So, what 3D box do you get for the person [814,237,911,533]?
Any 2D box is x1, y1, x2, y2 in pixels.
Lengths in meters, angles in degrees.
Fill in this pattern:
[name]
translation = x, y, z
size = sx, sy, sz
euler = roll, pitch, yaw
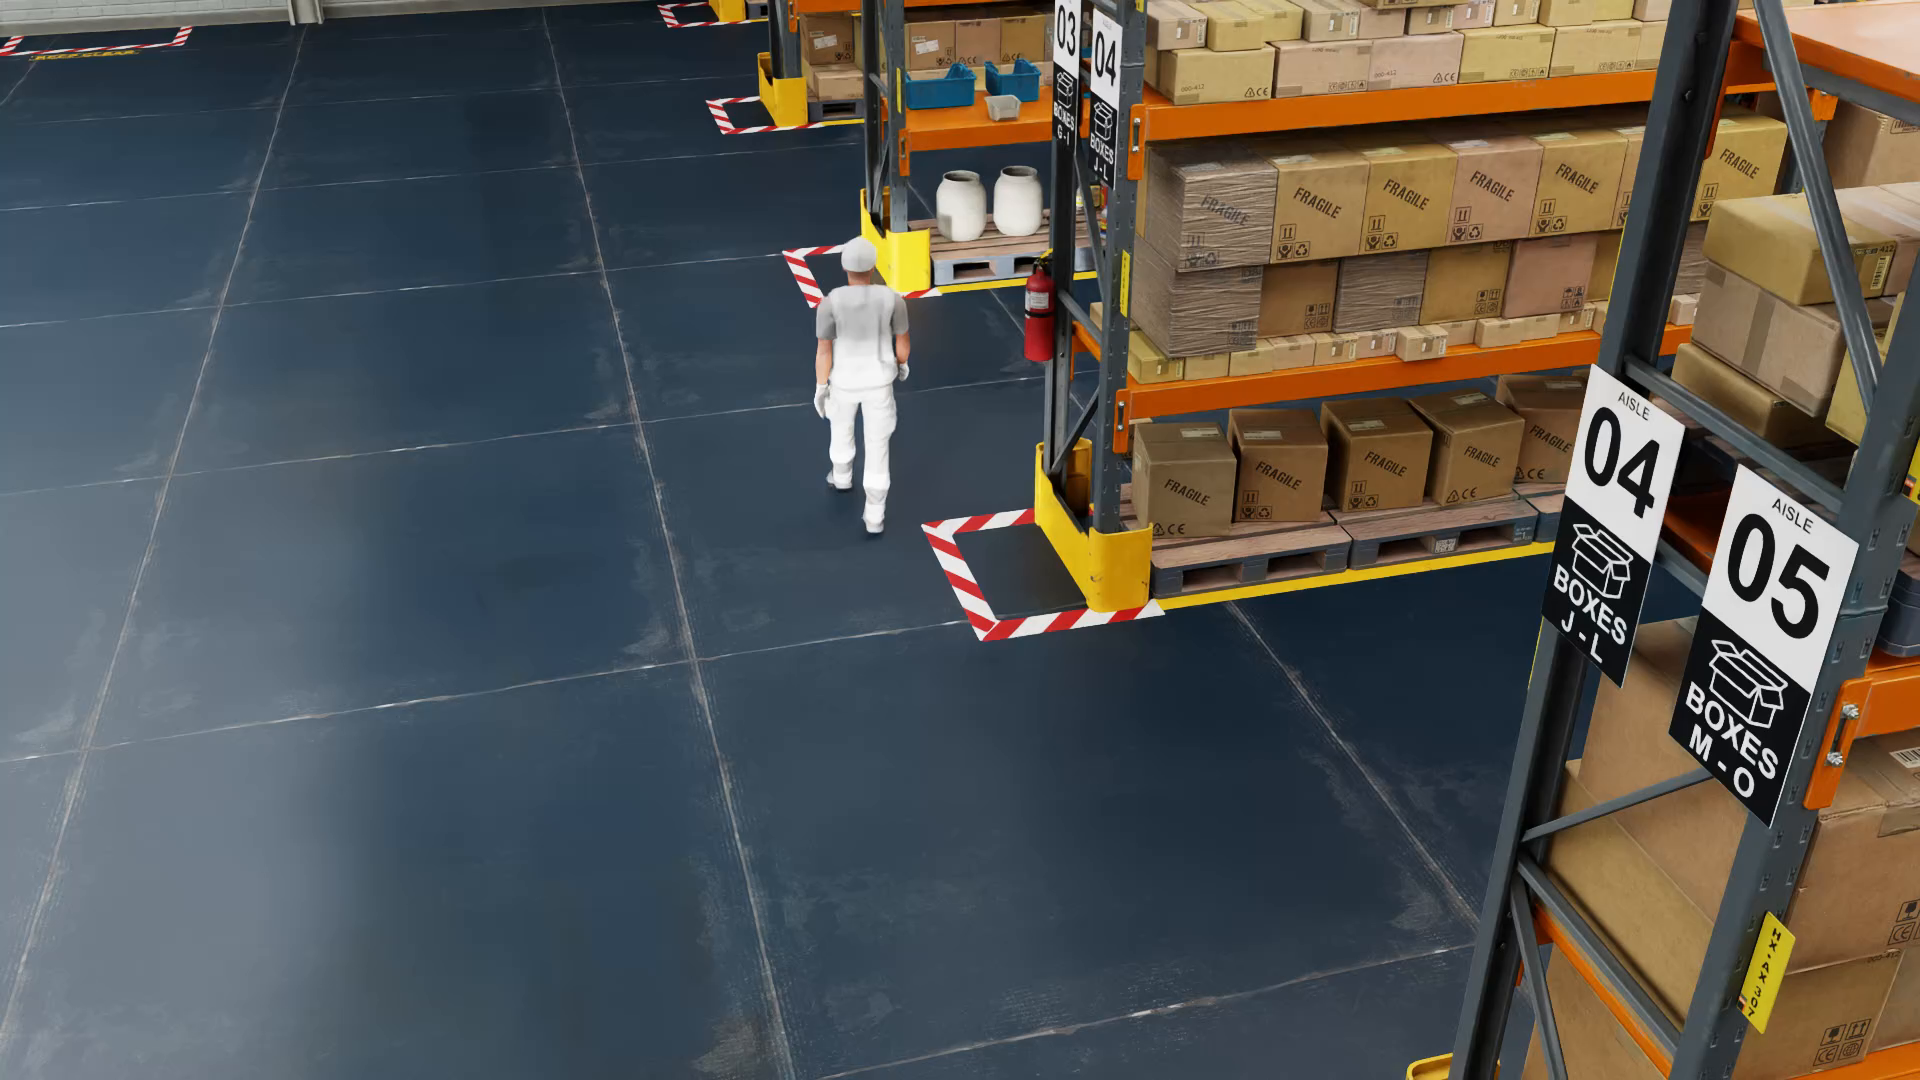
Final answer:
[person]
translation = -0.583, -0.990, 9.910
size = 0.582, 1.776, 0.846
euler = -2, 30, -4
